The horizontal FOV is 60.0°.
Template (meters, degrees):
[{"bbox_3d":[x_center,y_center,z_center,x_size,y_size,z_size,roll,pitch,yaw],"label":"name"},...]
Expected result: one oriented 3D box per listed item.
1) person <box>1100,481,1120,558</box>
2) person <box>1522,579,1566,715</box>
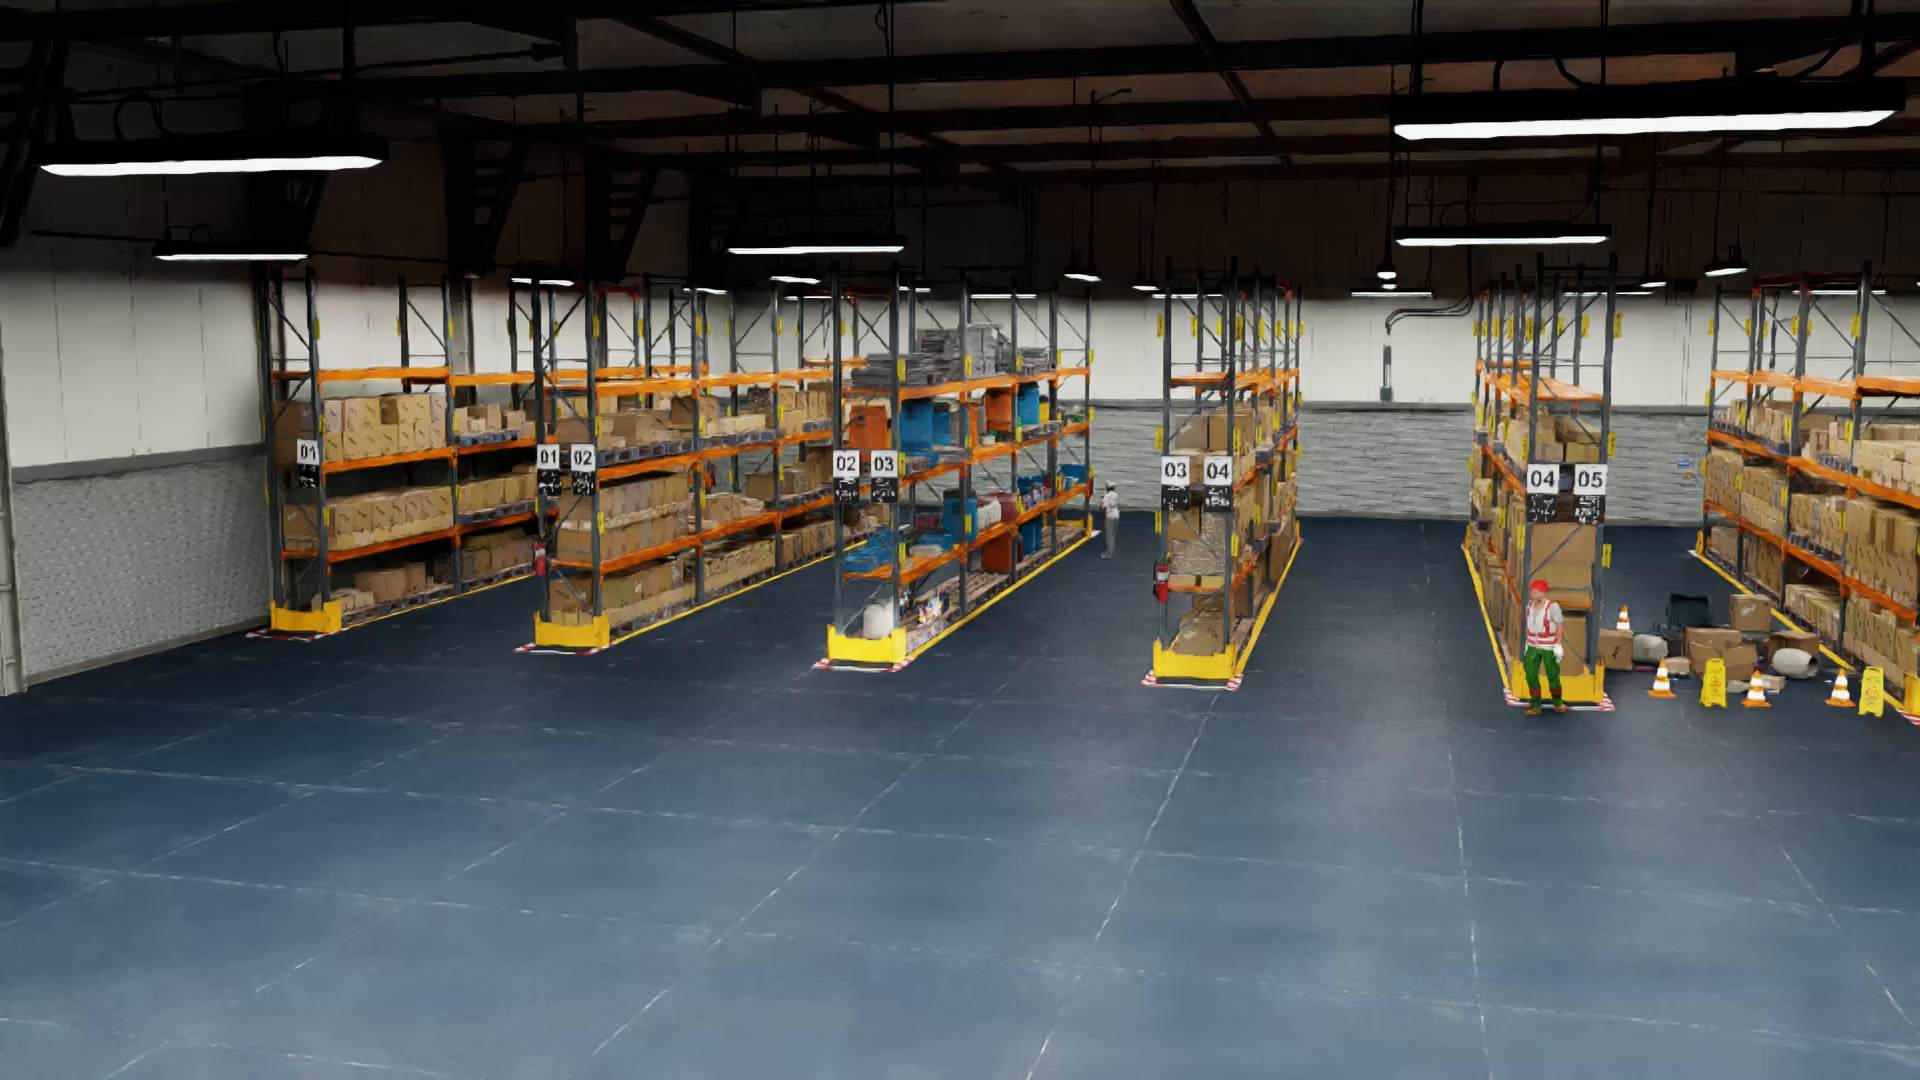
[{"bbox_3d":[3.259,-0.461,36.479,0.469,1.677,0.497,7,10,44],"label":"person"},{"bbox_3d":[7.624,1.390,21.658,0.574,1.775,0.575,-6,9,-39],"label":"person"}]
